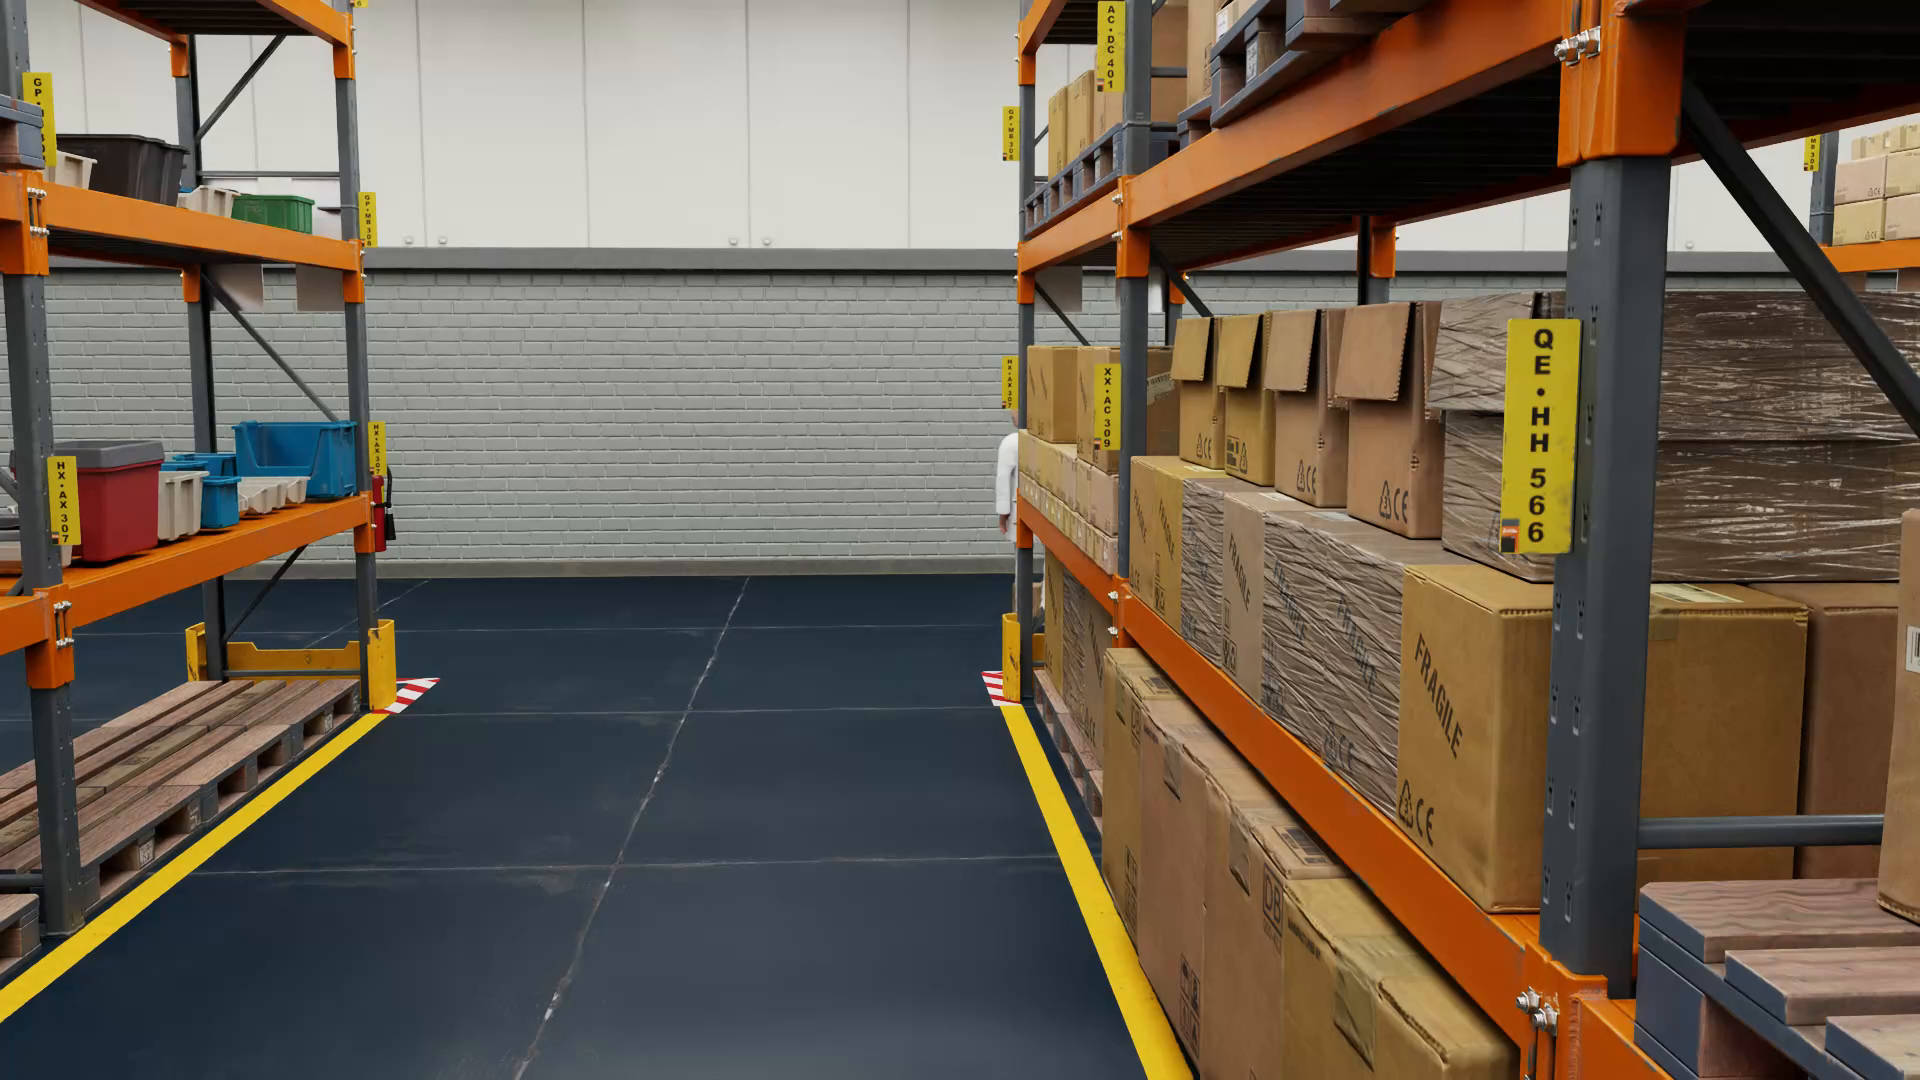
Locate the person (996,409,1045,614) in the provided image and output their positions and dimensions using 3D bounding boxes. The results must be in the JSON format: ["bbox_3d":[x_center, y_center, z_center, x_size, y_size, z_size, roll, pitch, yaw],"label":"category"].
[{"bbox_3d":[0.597,-0.149,13.048,0.631,1.630,0.800,0,7,3],"label":"person"}]
